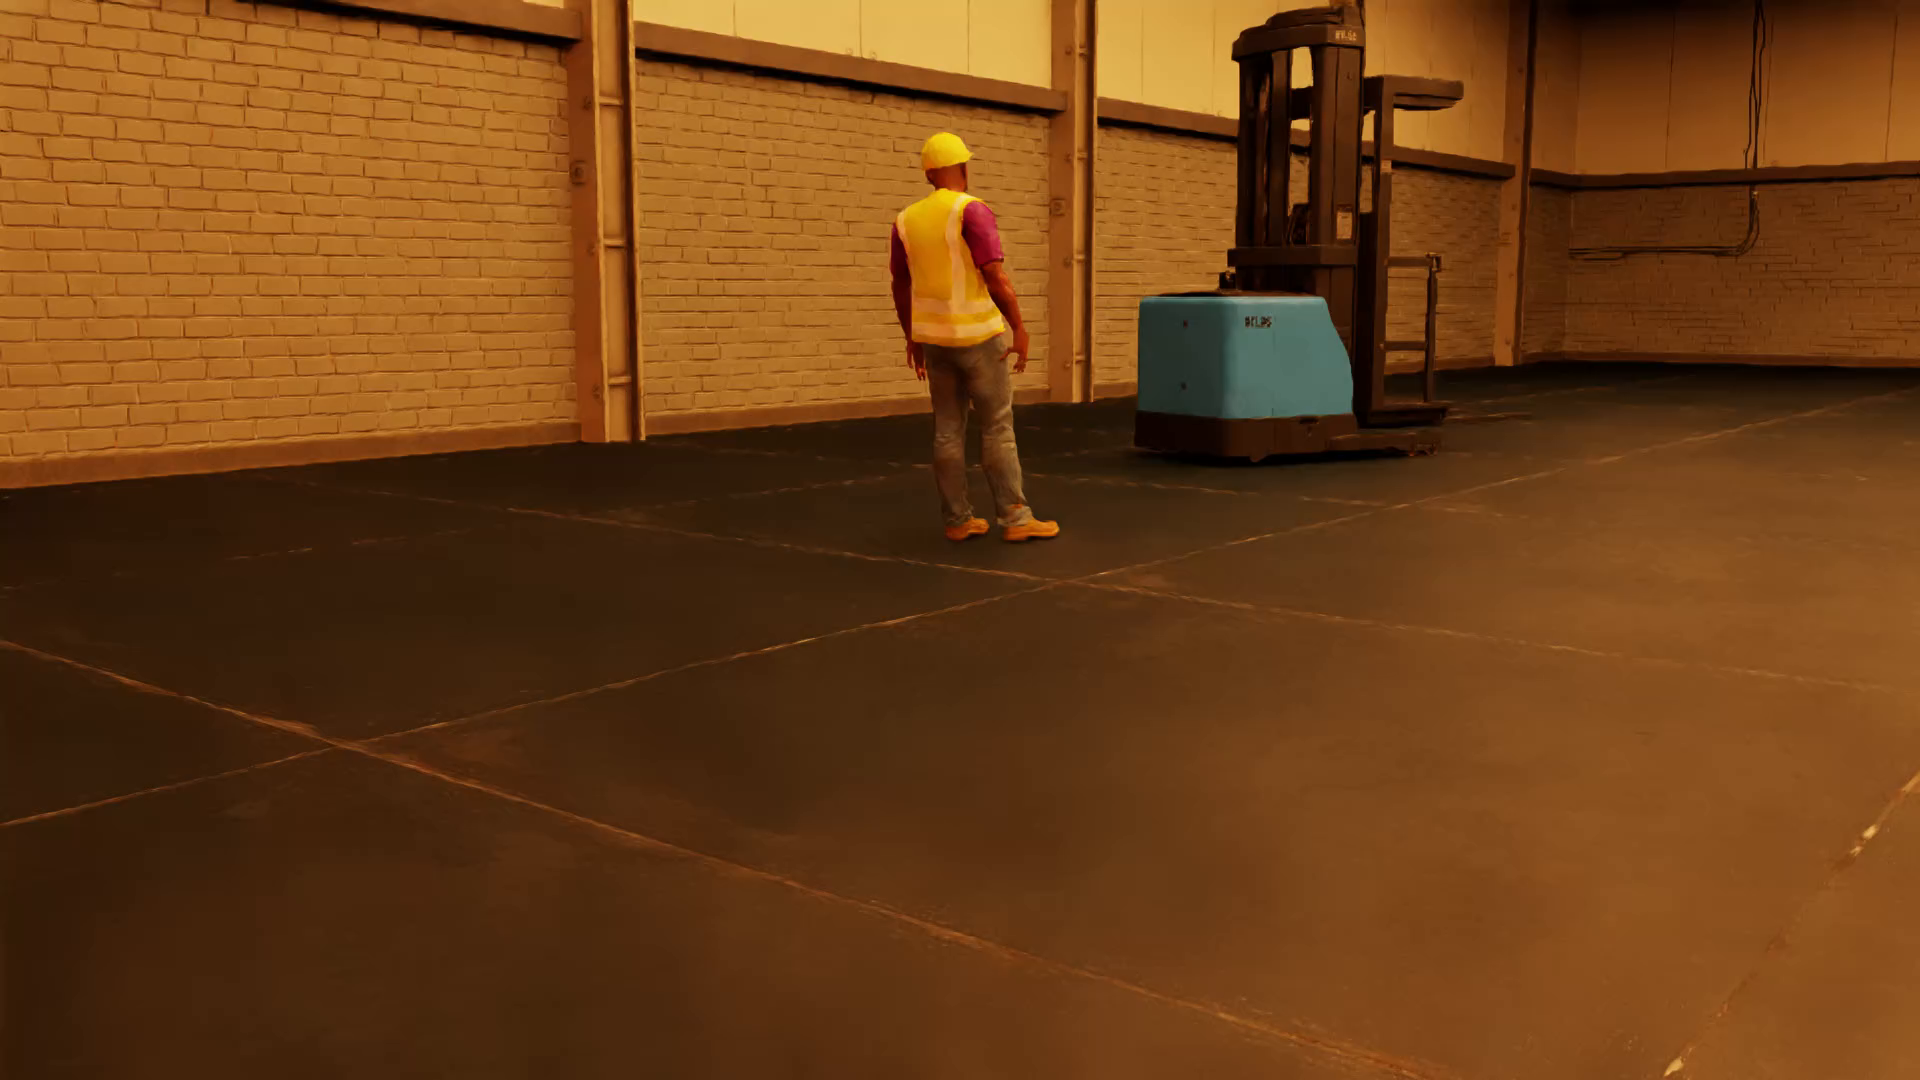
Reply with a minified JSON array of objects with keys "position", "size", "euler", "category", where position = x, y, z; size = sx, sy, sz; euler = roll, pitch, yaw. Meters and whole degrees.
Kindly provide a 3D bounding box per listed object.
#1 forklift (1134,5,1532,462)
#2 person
[{"position":[2.717,-2.080,11.493],"size":[3.031,2.935,1.130],"euler":[-5,10,-31],"category":"forklift"},{"position":[0.048,-0.888,7.326],"size":[0.665,1.766,0.576],"euler":[7,11,38],"category":"person"}]
